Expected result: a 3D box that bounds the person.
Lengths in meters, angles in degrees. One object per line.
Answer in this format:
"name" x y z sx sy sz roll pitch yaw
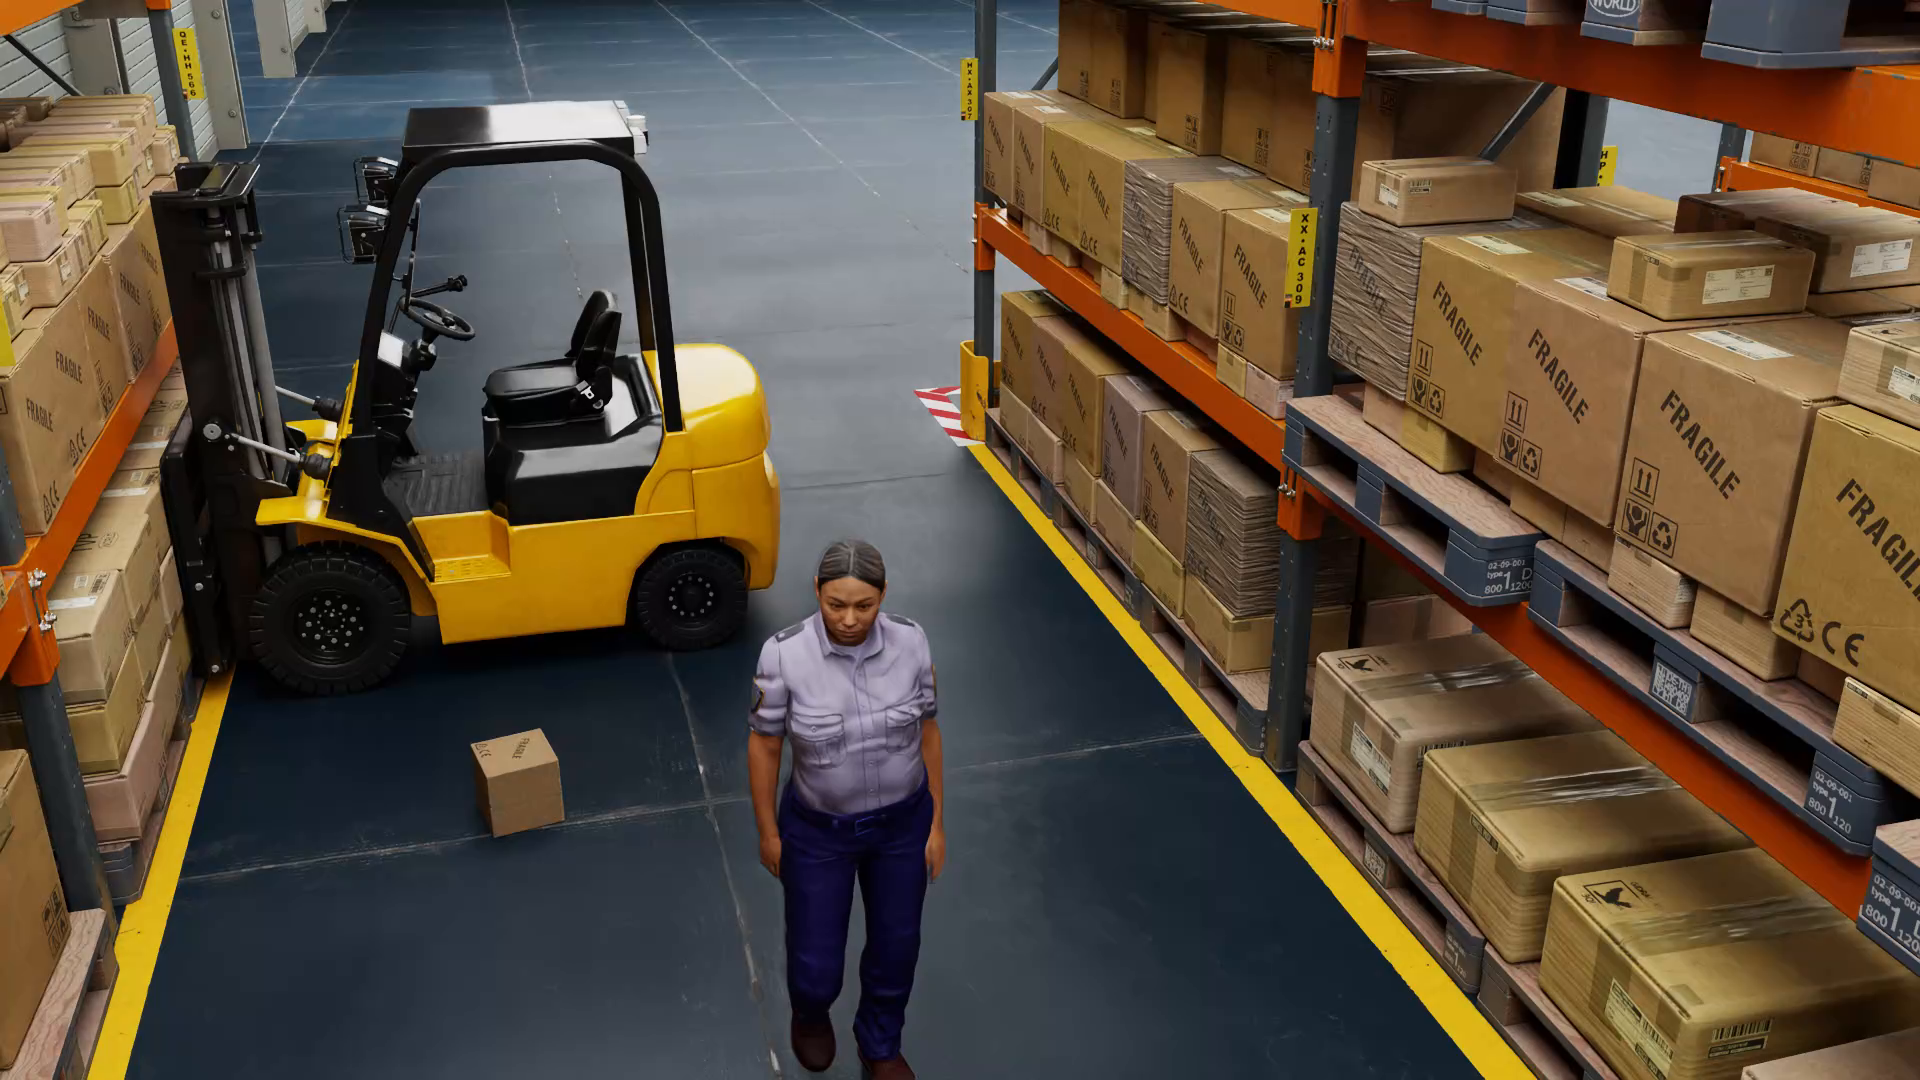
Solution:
"person" -0.289 0.746 4.312 0.491 1.649 0.465 -8 24 -17
